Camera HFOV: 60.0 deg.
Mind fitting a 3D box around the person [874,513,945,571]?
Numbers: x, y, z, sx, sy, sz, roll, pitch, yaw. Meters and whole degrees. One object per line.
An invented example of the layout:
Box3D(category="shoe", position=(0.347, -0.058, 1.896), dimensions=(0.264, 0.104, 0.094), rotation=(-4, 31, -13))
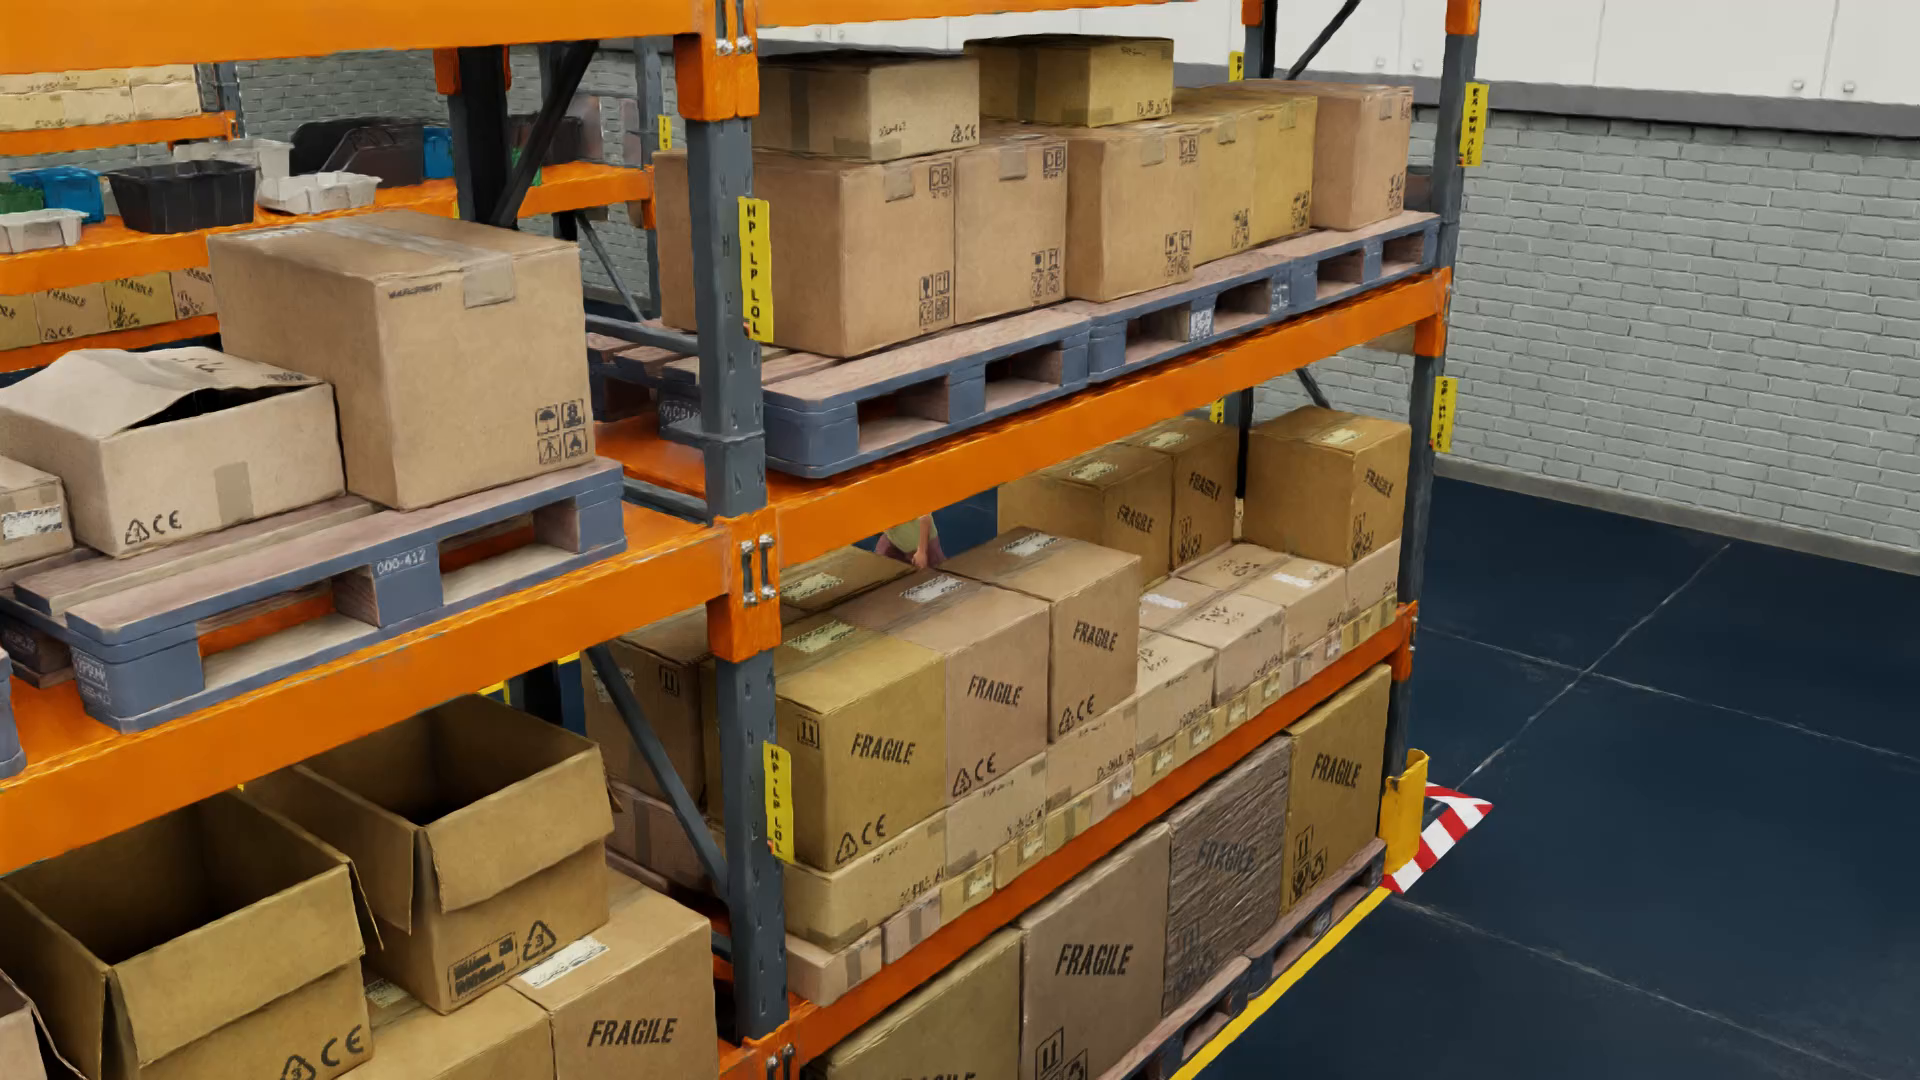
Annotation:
Box3D(category="person", position=(-0.324, -0.002, 9.634), dimensions=(0.947, 1.623, 0.487), rotation=(-11, 23, -28))
